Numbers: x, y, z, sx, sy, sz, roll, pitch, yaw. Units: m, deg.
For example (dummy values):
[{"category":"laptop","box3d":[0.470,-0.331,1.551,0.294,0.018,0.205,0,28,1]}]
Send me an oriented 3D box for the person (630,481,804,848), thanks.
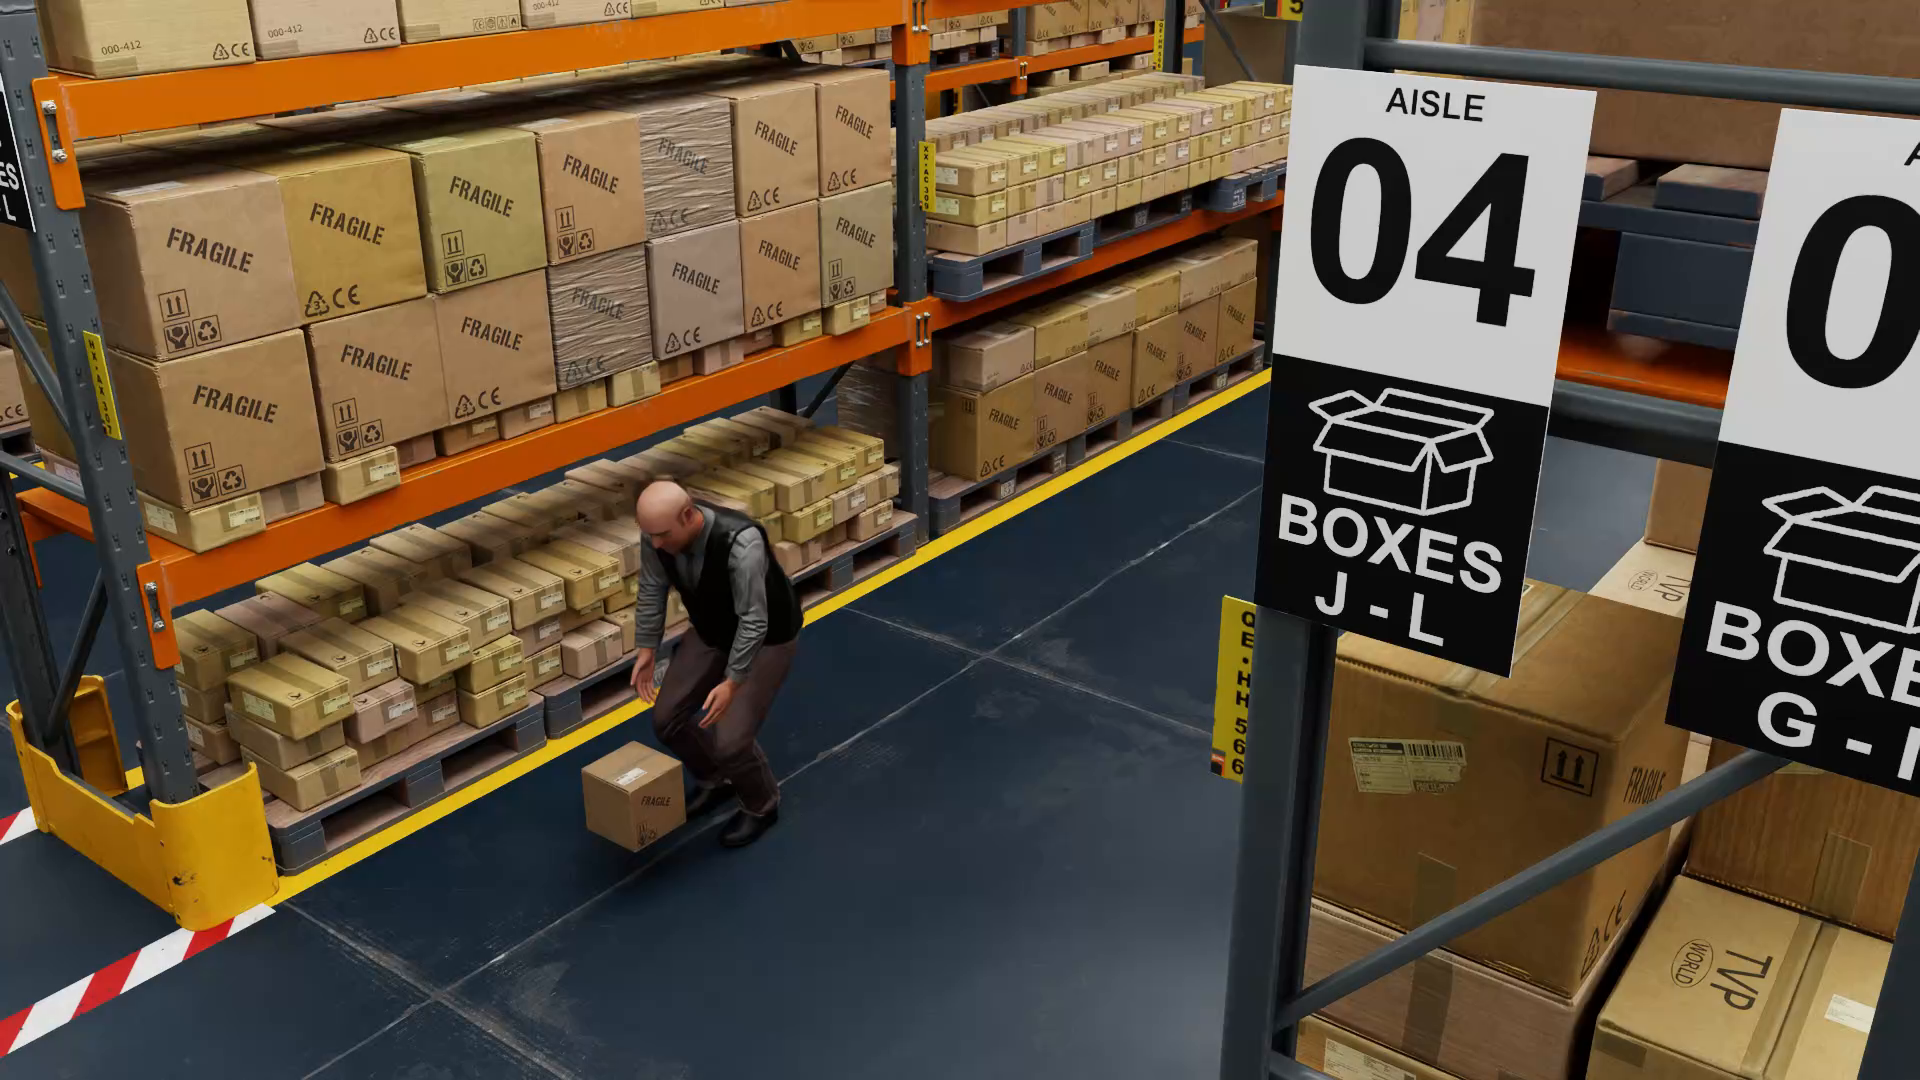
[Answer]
[{"category":"person","box3d":[-0.862,0.405,6.036,0.590,1.456,0.669,17,28,34]}]
